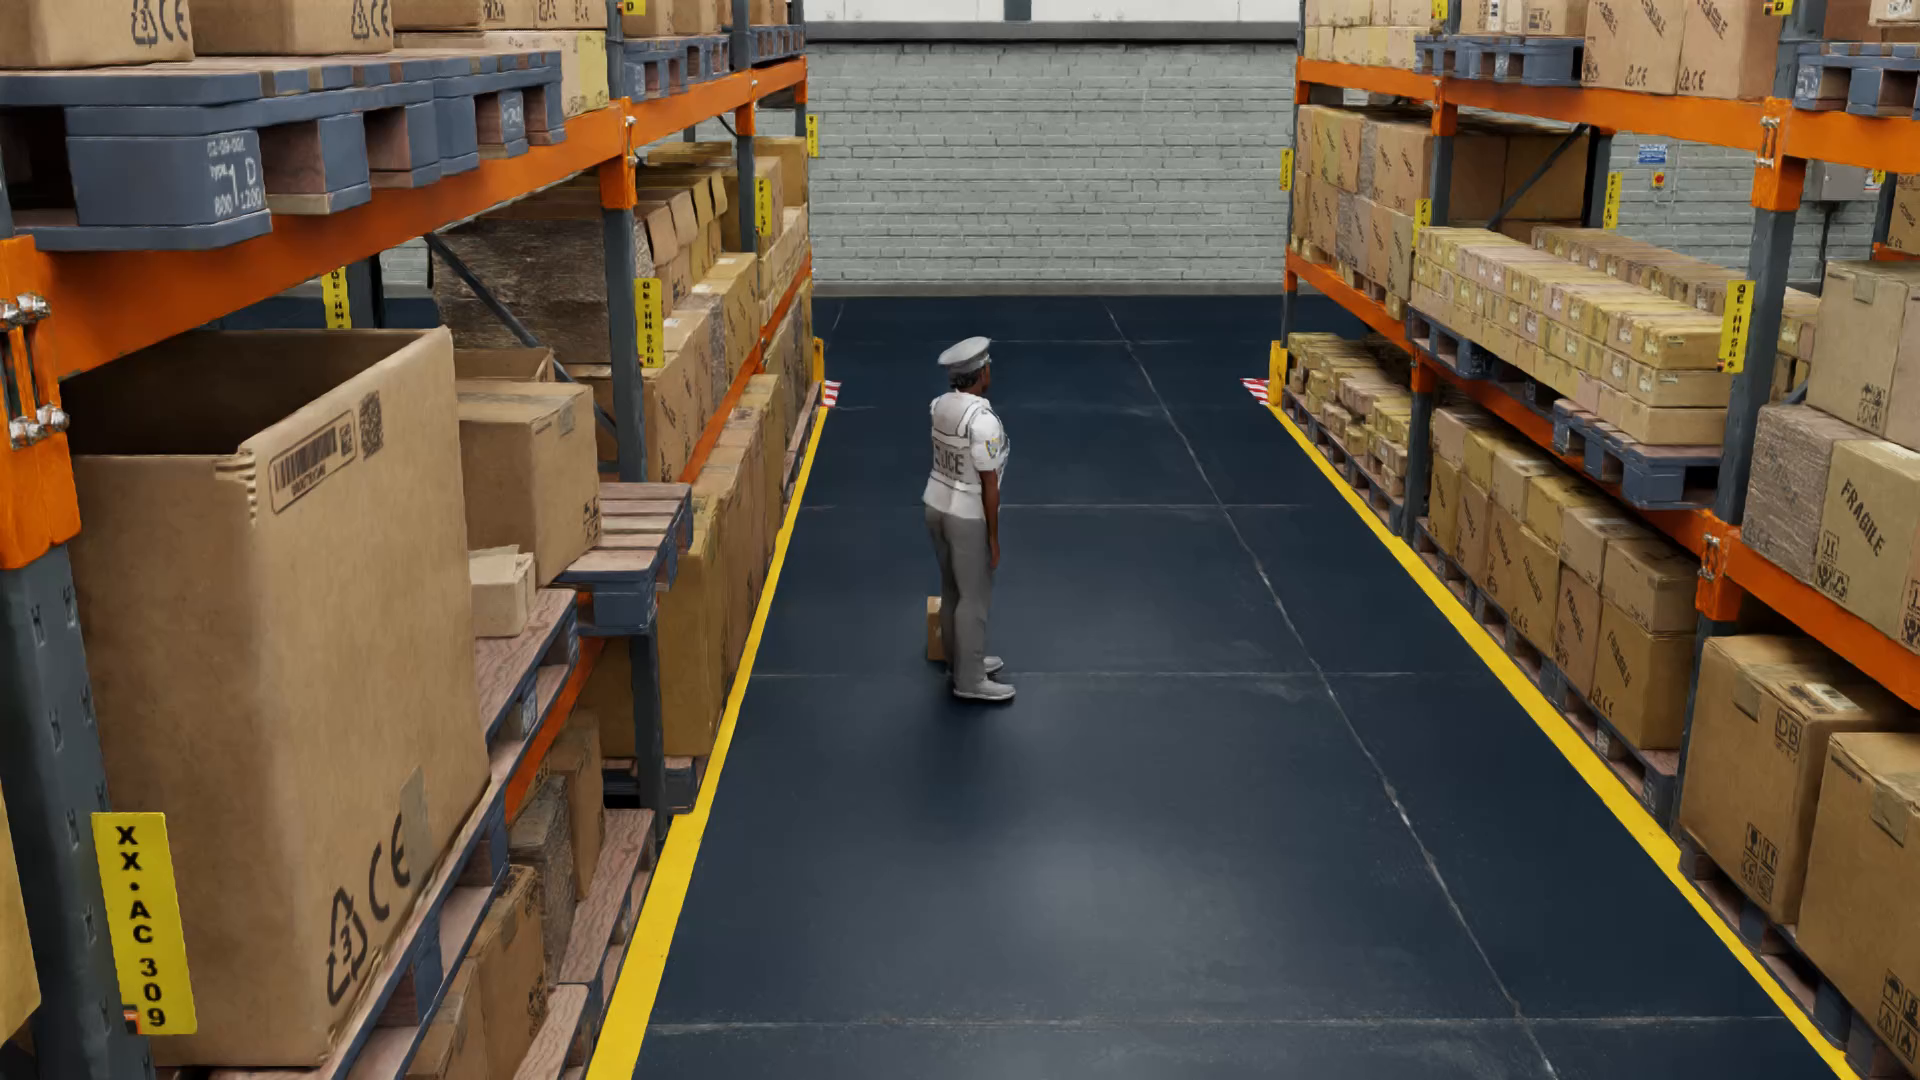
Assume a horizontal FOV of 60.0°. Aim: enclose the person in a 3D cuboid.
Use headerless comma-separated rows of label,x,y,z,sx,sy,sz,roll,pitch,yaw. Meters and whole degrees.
person,0.081,-0.094,7.754,0.438,1.681,0.516,-11,21,-33
